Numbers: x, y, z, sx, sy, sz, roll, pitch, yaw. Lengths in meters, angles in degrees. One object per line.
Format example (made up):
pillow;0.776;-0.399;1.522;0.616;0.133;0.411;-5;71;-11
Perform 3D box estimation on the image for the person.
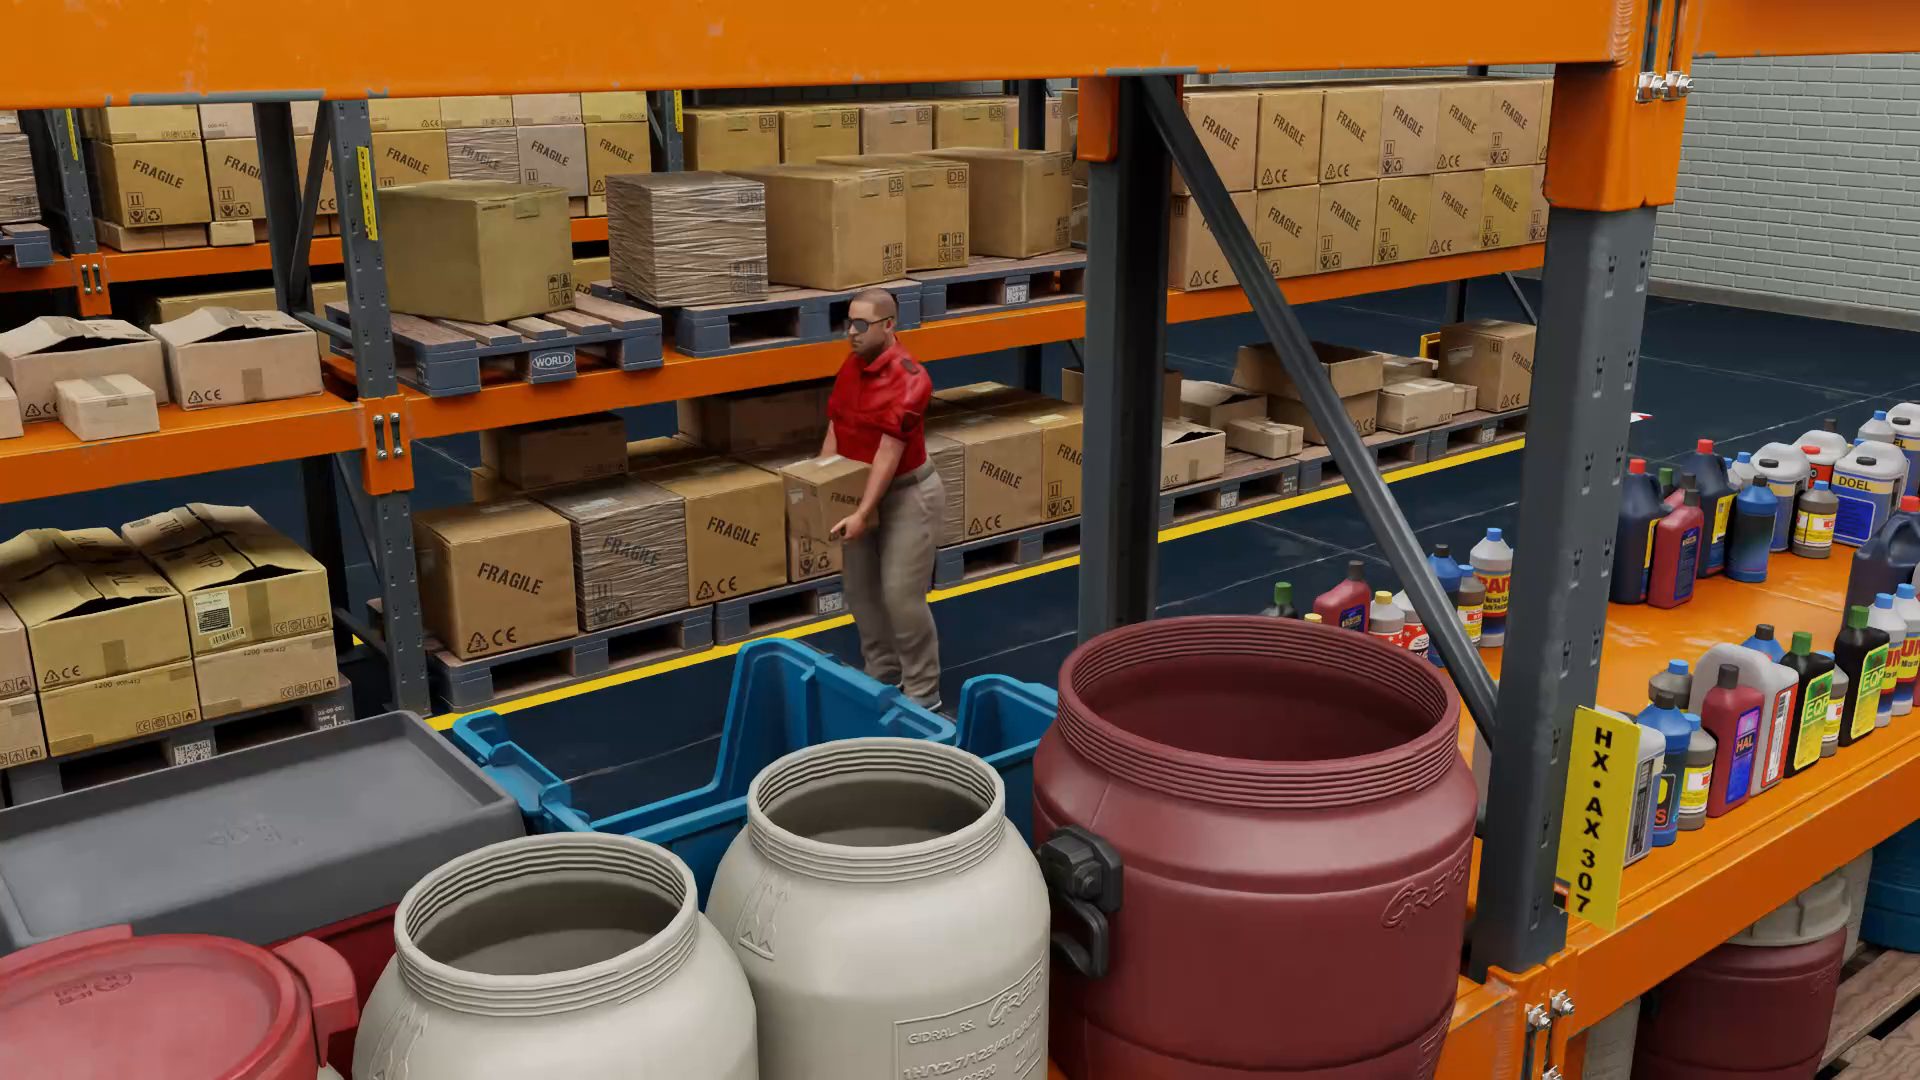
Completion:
person;-0.337;-0.121;6.487;0.564;1.720;0.486;-14;22;-37
